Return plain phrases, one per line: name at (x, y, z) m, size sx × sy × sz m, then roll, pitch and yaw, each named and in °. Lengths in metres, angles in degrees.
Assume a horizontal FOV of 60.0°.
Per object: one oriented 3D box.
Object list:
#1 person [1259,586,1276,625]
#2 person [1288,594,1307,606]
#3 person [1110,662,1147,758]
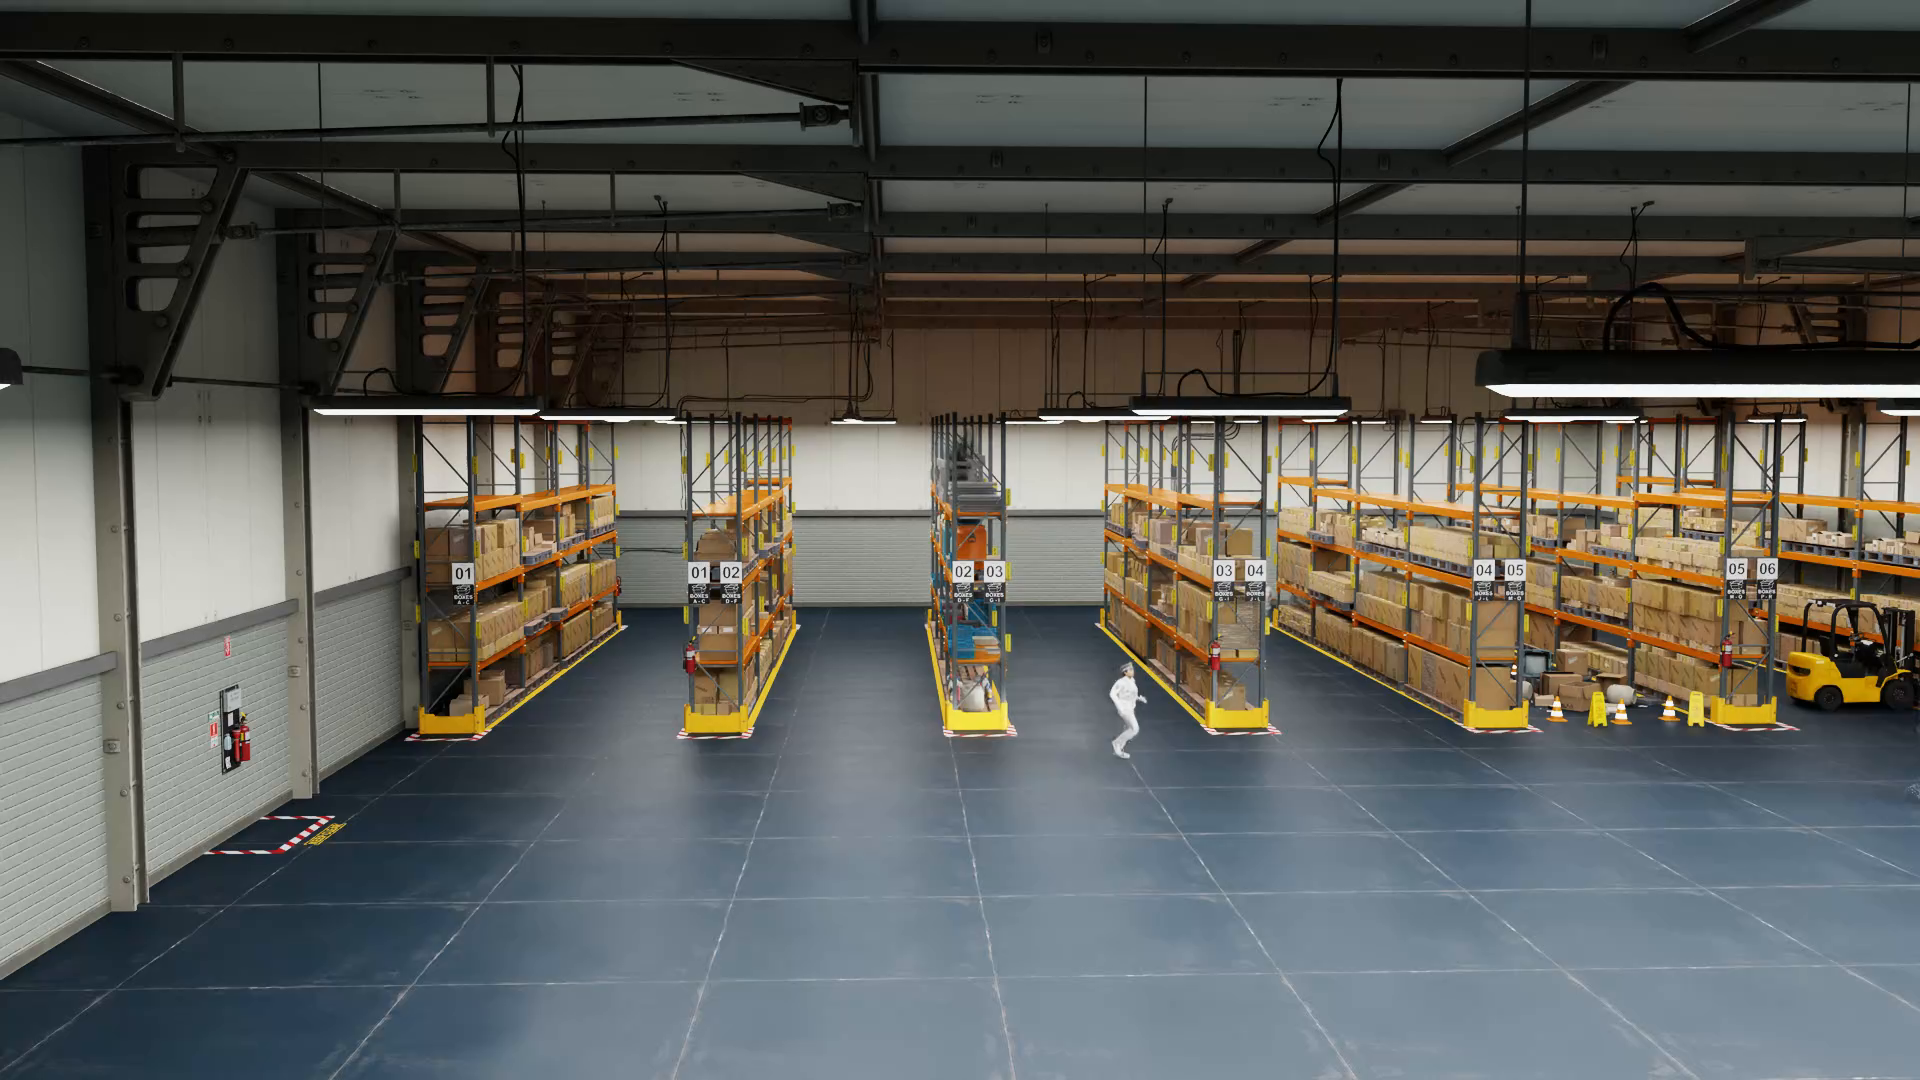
person at (7.949, 1.865, 43.646) m, size 0.670 × 1.838 × 0.781 m, roll 0°, pitch 4°, yaw 4°
person at (9.959, 1.495, 48.954) m, size 0.871 × 1.806 × 0.685 m, roll 0°, pitch 4°, yaw -4°
person at (2.945, 2.932, 28.751) m, size 0.538 × 1.666 × 0.598 m, roll 2°, pitch 4°, yaw 30°
